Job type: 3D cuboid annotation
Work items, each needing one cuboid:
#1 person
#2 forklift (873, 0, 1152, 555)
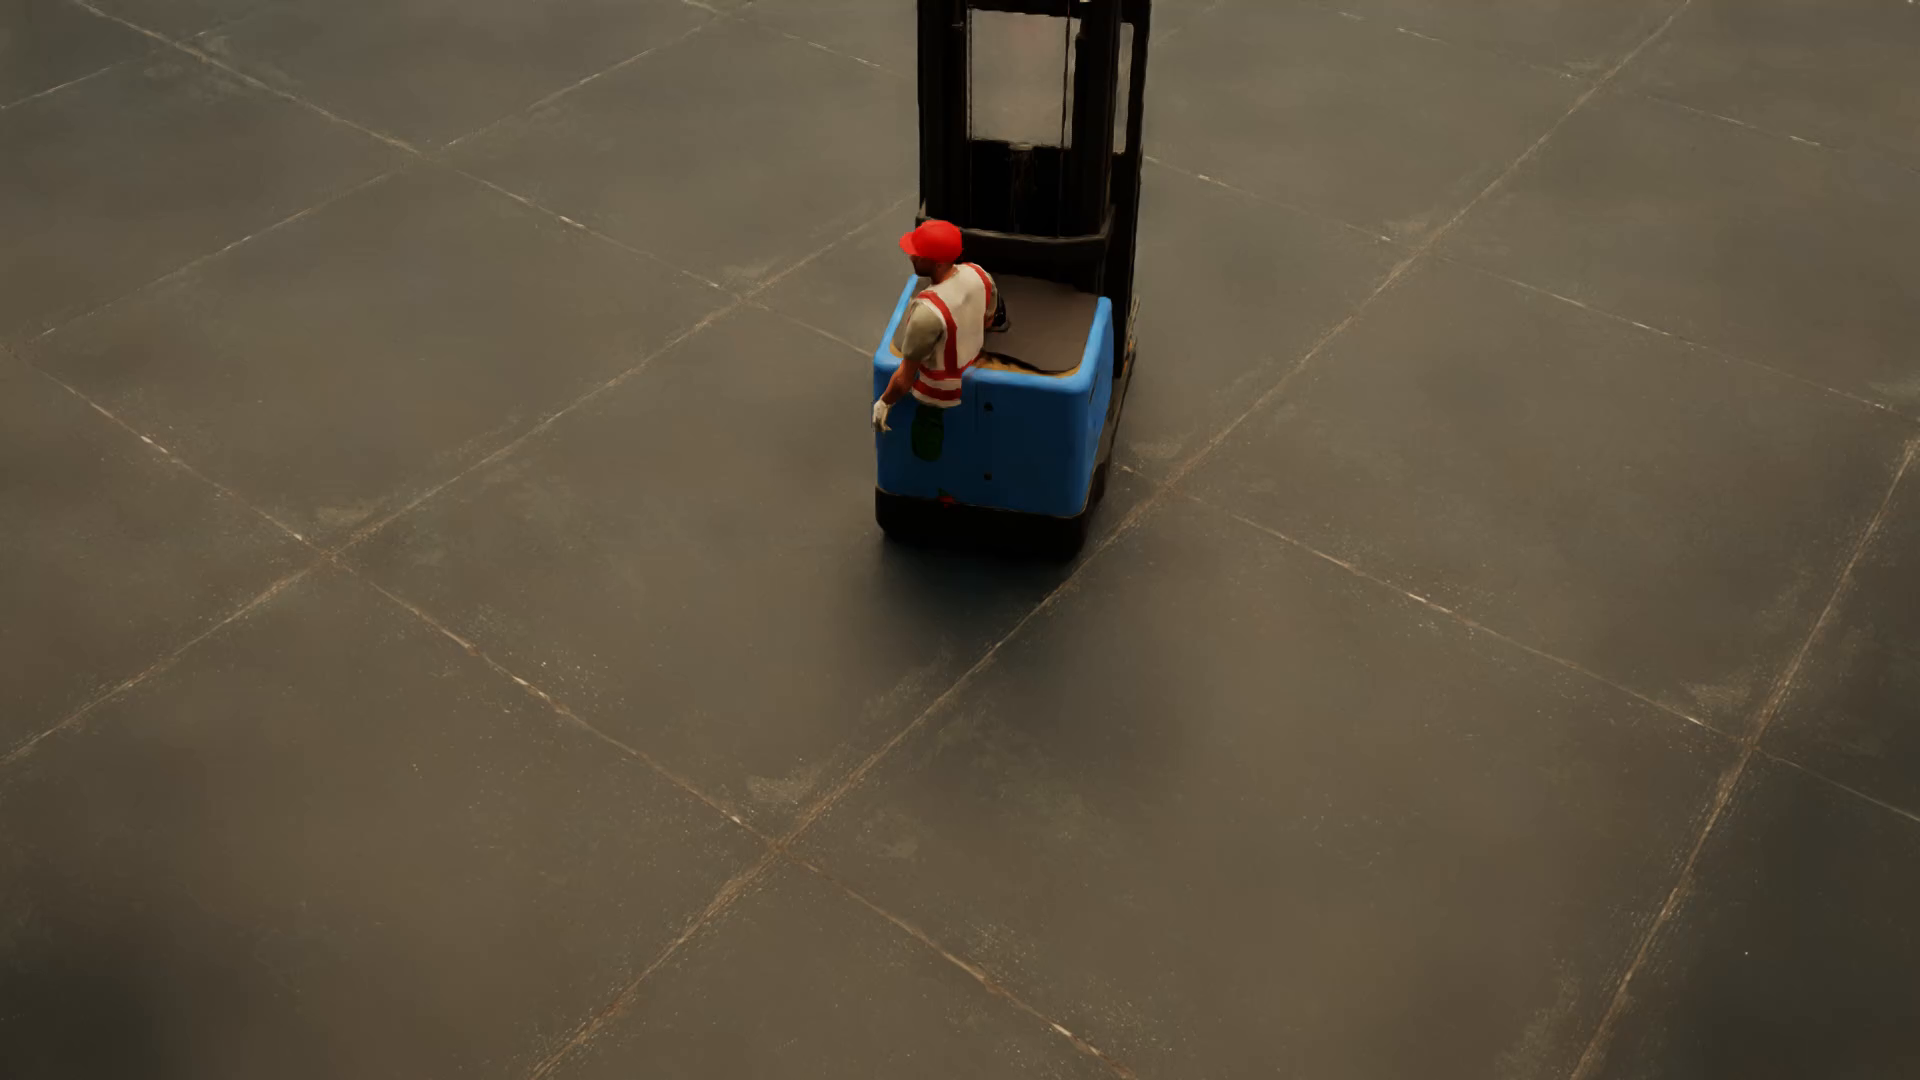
[{"bbox_3d":[-0.162,-0.755,7.860,0.564,1.783,0.713,23,46,25],"label":"person"},{"bbox_3d":[0.391,-2.003,8.424,1.130,2.935,3.031,8,41,9],"label":"forklift"}]
